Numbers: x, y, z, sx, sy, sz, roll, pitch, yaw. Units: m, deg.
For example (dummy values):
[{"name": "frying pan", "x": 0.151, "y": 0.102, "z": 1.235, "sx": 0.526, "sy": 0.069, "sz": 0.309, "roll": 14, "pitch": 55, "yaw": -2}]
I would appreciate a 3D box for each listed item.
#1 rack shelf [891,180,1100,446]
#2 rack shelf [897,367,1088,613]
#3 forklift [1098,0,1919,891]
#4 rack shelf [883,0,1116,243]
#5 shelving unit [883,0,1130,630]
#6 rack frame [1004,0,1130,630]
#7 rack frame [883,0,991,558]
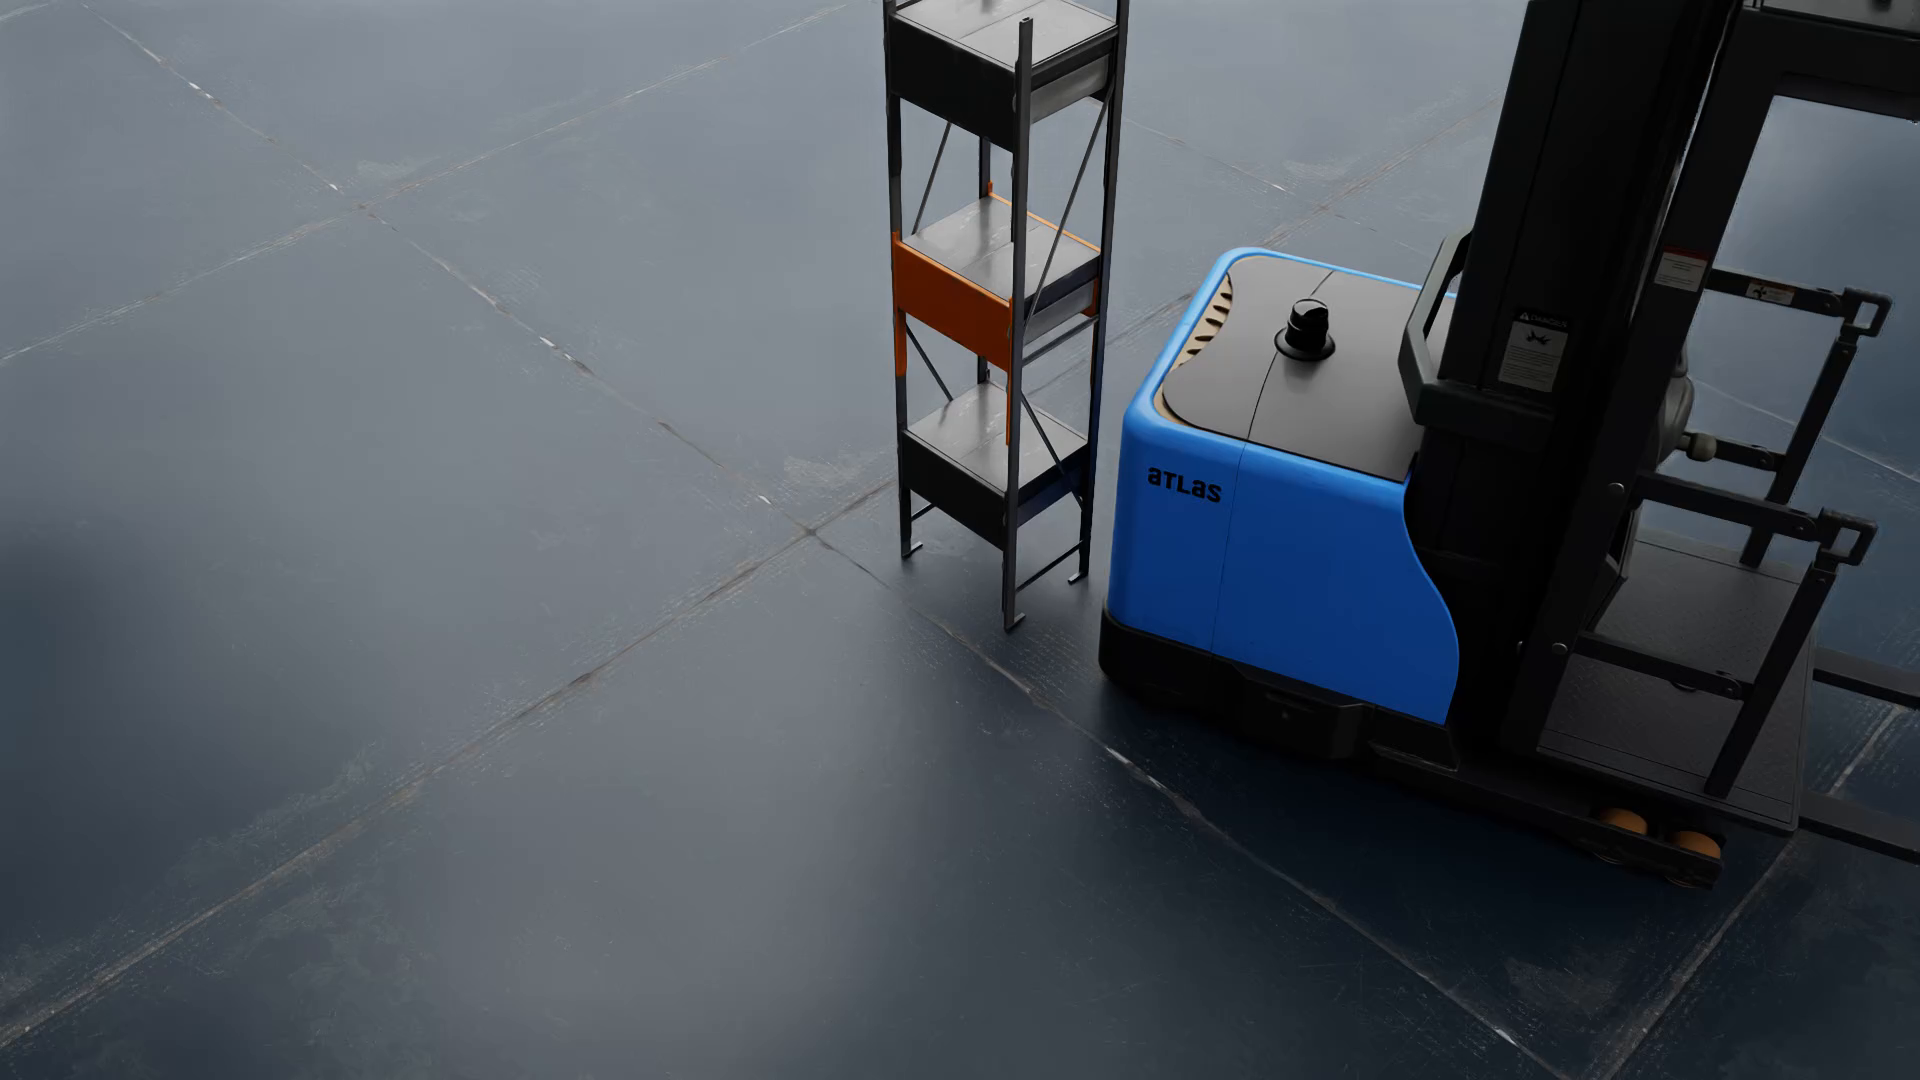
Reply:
[{"name": "rack shelf", "x": 0.117, "y": -0.682, "z": 4.961, "sx": 0.431, "sy": 0.518, "sz": 0.480, "roll": -34, "pitch": 53, "yaw": -31}, {"name": "rack shelf", "x": 0.117, "y": -0.167, "z": 5.436, "sx": 0.431, "sy": 0.518, "sz": 0.480, "roll": -34, "pitch": 53, "yaw": -31}, {"name": "forklift", "x": 1.997, "y": -0.510, "z": 4.143, "sx": 3.031, "sy": 2.935, "sz": 1.130, "roll": 17, "pitch": 45, "yaw": 18}, {"name": "rack shelf", "x": 0.117, "y": -1.196, "z": 4.486, "sx": 0.431, "sy": 0.518, "sz": 0.480, "roll": -34, "pitch": 53, "yaw": -31}, {"name": "shelving unit", "x": 0.117, "y": -0.692, "z": 4.951, "sx": 0.431, "sy": 2.100, "sz": 0.503, "roll": -34, "pitch": 53, "yaw": -31}, {"name": "rack frame", "x": 0.289, "y": -0.574, "z": 4.824, "sx": 0.400, "sy": 2.100, "sz": 0.015, "roll": -34, "pitch": 53, "yaw": -31}, {"name": "rack frame", "x": -0.055, "y": -0.809, "z": 5.078, "sx": 0.400, "sy": 2.100, "sz": 0.015, "roll": -34, "pitch": 53, "yaw": -31}]
